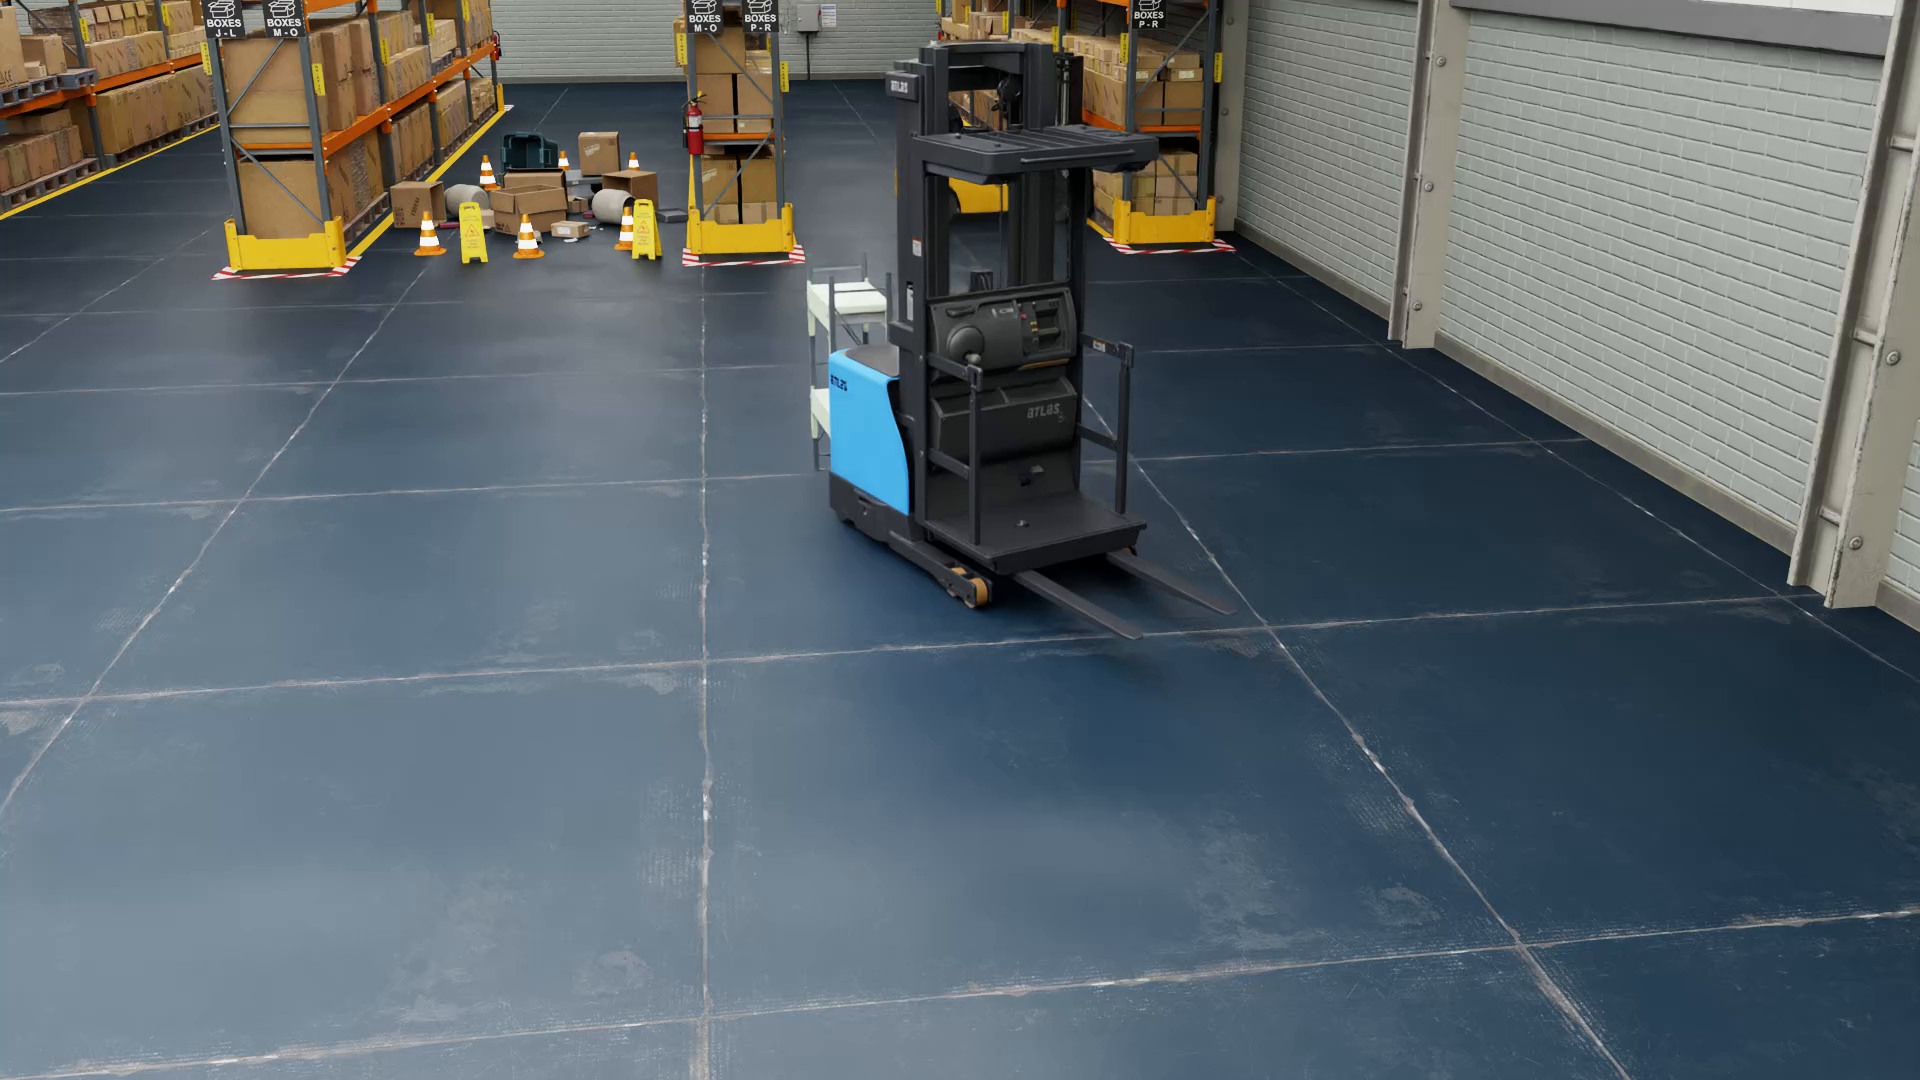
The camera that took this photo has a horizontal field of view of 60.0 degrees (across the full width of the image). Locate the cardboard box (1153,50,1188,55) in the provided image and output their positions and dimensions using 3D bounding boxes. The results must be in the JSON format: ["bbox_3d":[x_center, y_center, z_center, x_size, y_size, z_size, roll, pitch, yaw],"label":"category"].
[{"bbox_3d":[2.520,-5.771,19.886,0.380,0.149,0.250,-3,21,-7],"label":"cardboard box"}]

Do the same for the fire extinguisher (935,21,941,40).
[{"bbox_3d":[-0.371,-10.327,34.223,0.296,0.674,0.183,-3,21,-8],"label":"fire extinguisher"}]

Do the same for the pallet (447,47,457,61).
[{"bbox_3d":[-9.145,-8.228,28.232,1.003,0.211,1.213,-3,21,-8],"label":"pallet"}]

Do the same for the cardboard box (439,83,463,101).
[{"bbox_3d":[-8.693,-7.543,28.025,0.500,0.250,0.500,-2,21,-5],"label":"cardboard box"}]

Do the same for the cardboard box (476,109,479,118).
[{"bbox_3d":[-8.884,-7.685,29.980,0.380,0.149,0.250,-2,21,-6],"label":"cardboard box"}]

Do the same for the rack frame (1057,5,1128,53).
[{"bbox_3d":[1.837,-6.356,22.947,1.000,3.000,0.127,-3,21,-8],"label":"rack frame"}]

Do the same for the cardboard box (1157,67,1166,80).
[{"bbox_3d":[2.523,-5.535,19.677,0.380,0.149,0.250,-3,21,-8],"label":"cardboard box"}]

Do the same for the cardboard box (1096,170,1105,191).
[{"bbox_3d":[1.972,-4.441,20.434,0.500,0.250,0.500,-3,21,-8],"label":"cardboard box"}]

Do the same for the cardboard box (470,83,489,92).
[{"bbox_3d":[-9.150,-8.588,31.546,0.380,0.149,0.250,-2,21,-6],"label":"cardboard box"}]

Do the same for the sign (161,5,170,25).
[{"bbox_3d":[-13.499,-8.910,28.244,0.100,0.325,0.005,-3,21,-8],"label":"sign"}]

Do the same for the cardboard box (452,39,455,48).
[{"bbox_3d":[-8.820,-8.451,28.315,0.380,0.149,0.250,-3,21,-7],"label":"cardboard box"}]

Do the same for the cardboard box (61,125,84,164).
[{"bbox_3d":[-13.341,-5.794,24.385,0.700,0.500,0.500,-4,21,-11],"label":"cardboard box"}]

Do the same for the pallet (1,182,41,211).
[{"bbox_3d":[-12.995,-4.568,22.144,1.003,0.211,1.213,-3,21,-8],"label":"pallet"}]

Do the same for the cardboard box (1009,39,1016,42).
[{"bbox_3d":[1.058,-7.738,26.146,0.500,0.250,0.500,-3,21,-8],"label":"cardboard box"}]

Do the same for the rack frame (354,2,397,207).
[{"bbox_3d":[-7.958,-5.820,21.511,1.000,3.000,0.127,-3,21,-8],"label":"rack frame"}]

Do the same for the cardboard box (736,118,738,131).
[{"bbox_3d":[-2.393,-4.816,19.184,0.380,0.149,0.250,-3,21,-7],"label":"cardboard box"}]

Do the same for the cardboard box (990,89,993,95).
[{"bbox_3d":[0.722,-7.869,29.043,0.380,0.149,0.250,-2,21,-6],"label":"cardboard box"}]

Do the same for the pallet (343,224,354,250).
[{"bbox_3d":[-7.574,-3.401,19.021,1.003,0.211,1.213,-3,21,-8],"label":"pallet"}]

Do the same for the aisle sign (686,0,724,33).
[{"bbox_3d":[-2.776,-5.901,18.013,0.394,0.787,0.004,-3,21,-8],"label":"aisle sign"}]

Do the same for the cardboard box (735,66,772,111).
[{"bbox_3d":[-2.369,-5.263,19.452,0.500,0.500,0.500,-2,21,-6],"label":"cardboard box"}]

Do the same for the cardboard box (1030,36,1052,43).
[{"bbox_3d":[1.240,-7.343,24.518,0.380,0.149,0.250,-3,21,-9],"label":"cardboard box"}]

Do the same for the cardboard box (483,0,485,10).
[{"bbox_3d":[-9.303,-10.308,31.530,0.500,0.500,0.500,-4,21,-10],"label":"cardboard box"}]

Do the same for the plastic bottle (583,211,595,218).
[{"bbox_3d":[-4.744,-4.186,21.337,0.133,0.061,0.283,1,20,2],"label":"plastic bottle"}]

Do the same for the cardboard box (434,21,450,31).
[{"bbox_3d":[-8.785,-8.636,27.959,0.380,0.149,0.250,-4,21,-9],"label":"cardboard box"}]

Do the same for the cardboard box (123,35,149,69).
[{"bbox_3d":[-13.550,-7.921,26.993,0.500,0.500,0.500,-3,21,-8],"label":"cardboard box"}]

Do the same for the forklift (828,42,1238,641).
[{"bbox_3d":[0.364,-1.182,9.192,1.130,2.935,3.031,-12,24,-29],"label":"forklift"}]

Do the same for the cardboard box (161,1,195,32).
[{"bbox_3d":[-13.993,-9.324,29.611,0.500,0.500,0.500,-4,21,-9],"label":"cardboard box"}]

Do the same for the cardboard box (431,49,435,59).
[{"bbox_3d":[-8.477,-7.635,26.130,0.380,0.149,0.250,-2,21,-5],"label":"cardboard box"}]

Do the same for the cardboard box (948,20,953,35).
[{"bbox_3d":[0.055,-10.059,32.651,0.500,0.250,0.500,-3,21,-9],"label":"cardboard box"}]

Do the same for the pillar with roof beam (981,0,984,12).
[{"bbox_3d":[-3.650,-14.083,35.061,9.100,9.000,0.400,-3,21,-8],"label":"pillar with roof beam"}]

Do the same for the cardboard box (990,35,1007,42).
[{"bbox_3d":[0.788,-8.216,27.542,0.500,0.250,0.500,-4,21,-10],"label":"cardboard box"}]

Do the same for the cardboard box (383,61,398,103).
[{"bbox_3d":[-7.768,-6.062,22.017,0.500,0.500,0.500,-3,21,-7],"label":"cardboard box"}]

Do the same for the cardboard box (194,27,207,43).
[{"bbox_3d":[-14.132,-9.322,30.677,0.500,0.250,0.500,-4,21,-10],"label":"cardboard box"}]

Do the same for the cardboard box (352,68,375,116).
[{"bbox_3d":[-7.791,-5.574,20.637,0.875,0.550,0.550,-3,21,-8],"label":"cardboard box"}]

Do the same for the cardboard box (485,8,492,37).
[{"bbox_3d":[-9.369,-10.018,32.183,0.500,0.500,0.500,-2,21,-7],"label":"cardboard box"}]

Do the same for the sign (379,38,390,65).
[{"bbox_3d":[-7.409,-6.291,21.422,0.100,0.325,0.005,-3,21,-8],"label":"sign"}]

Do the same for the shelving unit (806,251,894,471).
[{"bbox_3d":[-0.721,-1.078,10.960,0.431,1.500,0.755,-6,21,-14],"label":"shelving unit"}]

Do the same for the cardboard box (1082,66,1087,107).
[{"bbox_3d":[1.808,-5.881,21.533,0.500,0.500,0.500,-3,21,-8],"label":"cardboard box"}]

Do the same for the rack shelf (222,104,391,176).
[{"bbox_3d":[-7.670,-4.790,19.783,1.077,0.370,4.000,-3,21,-8],"label":"rack shelf"}]

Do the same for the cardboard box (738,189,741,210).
[{"bbox_3d":[-2.498,-4.287,20.736,0.500,0.250,0.500,-2,21,-4],"label":"cardboard box"}]

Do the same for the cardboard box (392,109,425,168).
[{"bbox_3d":[-8.407,-5.830,24.152,1.050,0.750,0.750,-3,21,-7],"label":"cardboard box"}]

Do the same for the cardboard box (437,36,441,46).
[{"bbox_3d":[-8.593,-8.046,26.806,0.380,0.149,0.250,-3,21,-8],"label":"cardboard box"}]

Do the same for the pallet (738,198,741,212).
[{"bbox_3d":[-2.763,-4.144,21.010,1.003,0.211,1.213,-3,21,-8],"label":"pallet"}]

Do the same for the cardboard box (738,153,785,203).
[{"bbox_3d":[-2.344,-4.281,19.648,0.500,0.500,0.500,-4,21,-10],"label":"cardboard box"}]

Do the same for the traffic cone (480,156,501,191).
[{"bbox_3d":[-6.657,-5.172,23.402,0.336,0.463,0.334,-3,21,-8],"label":"traffic cone"}]

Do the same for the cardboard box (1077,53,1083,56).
[{"bbox_3d":[1.725,-6.225,21.525,0.380,0.149,0.250,-3,21,-8],"label":"cardboard box"}]

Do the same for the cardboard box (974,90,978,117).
[{"bbox_3d":[0.531,-7.973,30.248,0.500,0.500,0.500,-2,21,-5],"label":"cardboard box"}]

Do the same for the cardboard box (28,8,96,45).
[{"bbox_3d":[-13.547,-7.760,25.130,0.797,0.503,0.637,-2,21,-6],"label":"cardboard box"}]

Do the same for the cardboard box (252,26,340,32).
[{"bbox_3d":[-7.719,-5.705,19.445,0.875,0.550,0.500,-3,21,-8],"label":"cardboard box"}]

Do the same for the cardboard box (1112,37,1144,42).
[{"bbox_3d":[2.229,-6.571,22.027,0.380,0.149,0.250,-3,21,-8],"label":"cardboard box"}]

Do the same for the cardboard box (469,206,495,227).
[{"bbox_3d":[-5.888,-4.037,20.644,0.396,0.266,0.258,1,20,2],"label":"cardboard box"}]

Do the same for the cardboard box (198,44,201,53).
[{"bbox_3d":[-13.974,-8.915,30.159,0.380,0.149,0.250,-4,21,-9],"label":"cardboard box"}]

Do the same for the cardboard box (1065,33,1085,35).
[{"bbox_3d":[1.698,-7.636,25.303,0.380,0.149,0.250,-3,21,-8],"label":"cardboard box"}]
